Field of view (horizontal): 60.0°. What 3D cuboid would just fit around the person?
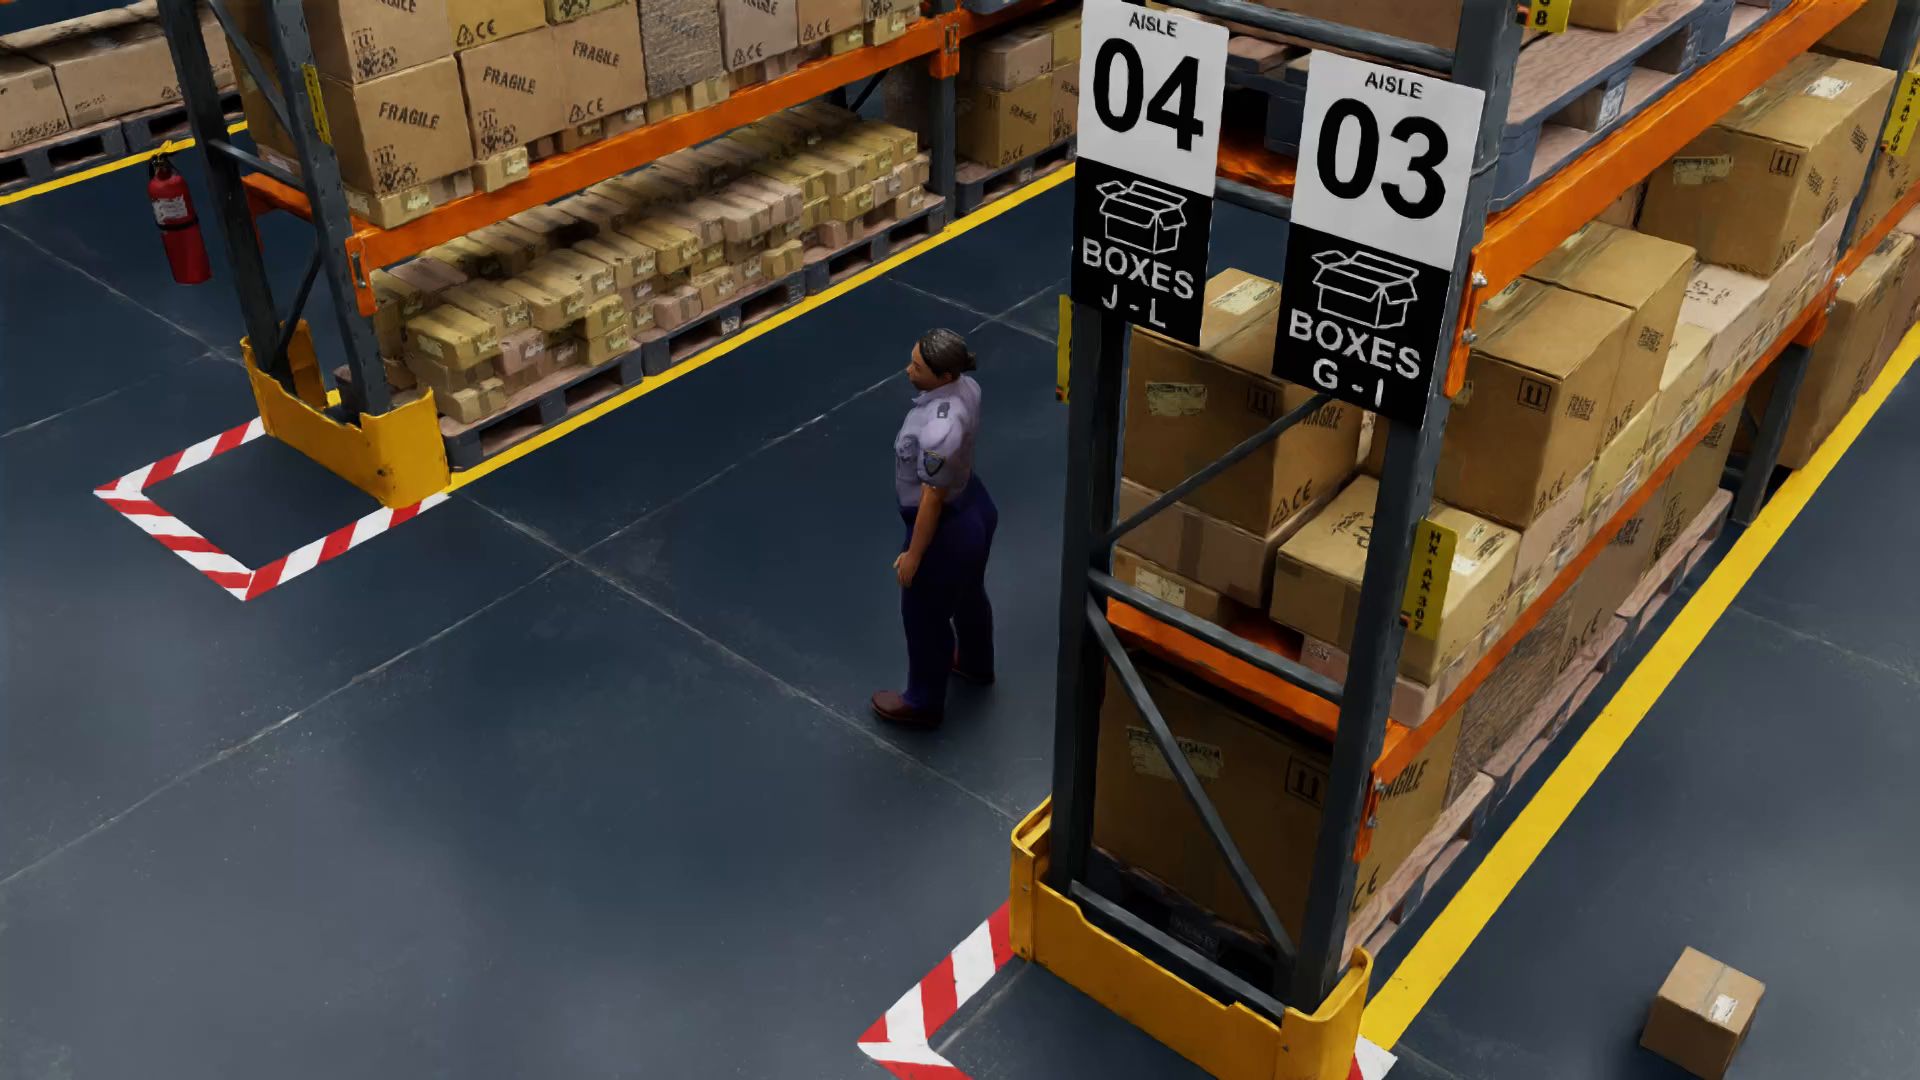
[{"bbox_3d":[-0.097,-0.055,6.196,0.451,1.657,0.565,8,36,11],"label":"person"}]
